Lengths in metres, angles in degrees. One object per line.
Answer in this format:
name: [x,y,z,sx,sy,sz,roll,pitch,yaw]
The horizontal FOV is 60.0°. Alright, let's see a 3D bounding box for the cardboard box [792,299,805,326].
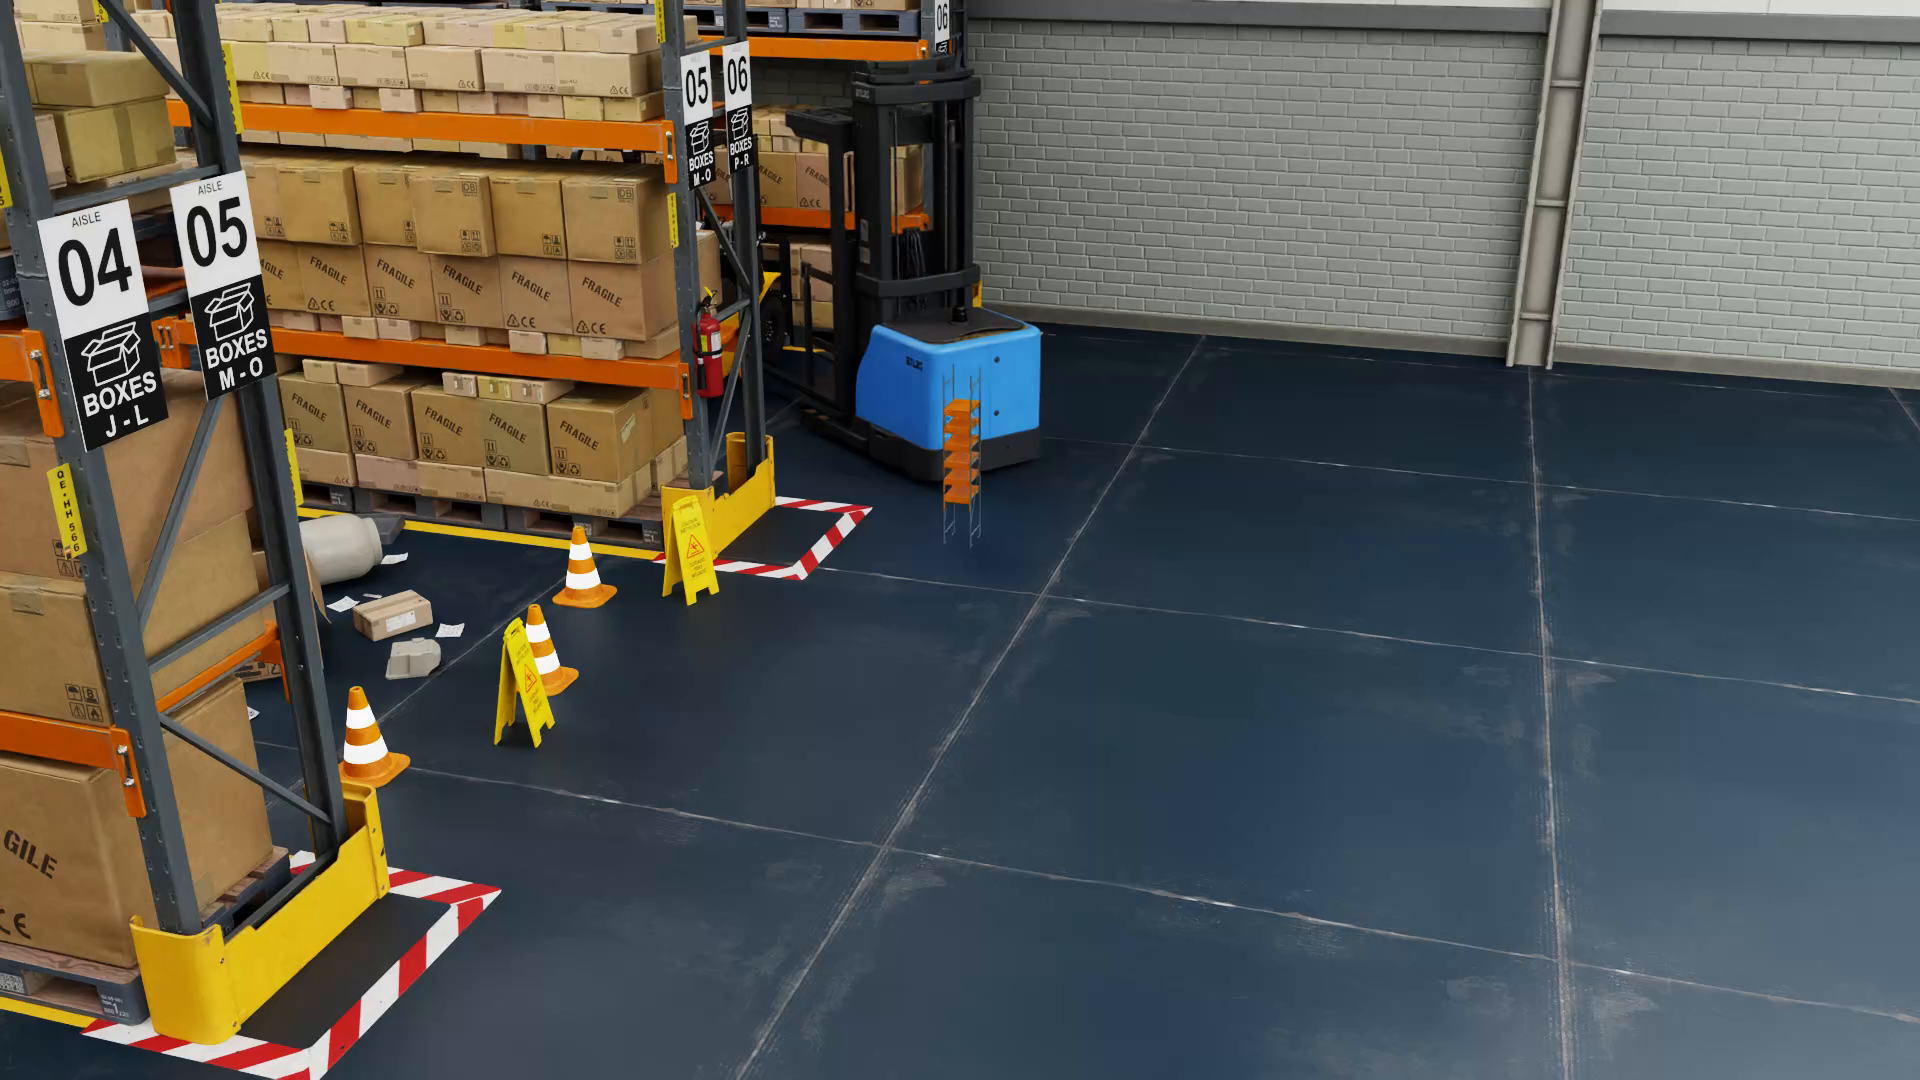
cardboard box: [-1.624,-2.236,15.839,0.500,0.250,0.500,7,23,16]

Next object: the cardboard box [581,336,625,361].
cardboard box: [-2.258,-1.292,10.798,0.250,0.149,0.380,6,23,15]

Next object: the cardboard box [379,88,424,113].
cardboard box: [-3.469,-2.819,10.568,0.250,0.149,0.380,6,23,15]

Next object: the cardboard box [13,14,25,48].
cardboard box: [-6.477,-3.477,11.487,0.500,0.250,0.500,7,23,16]

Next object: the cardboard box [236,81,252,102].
cardboard box: [-4.661,-3.008,11.030,0.250,0.149,0.380,7,23,16]

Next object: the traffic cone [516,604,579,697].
traffic cone: [-2.343,0.578,9.250,0.334,0.463,0.336,7,23,16]

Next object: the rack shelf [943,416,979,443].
rack shelf: [0.014,-0.734,10.964,0.180,0.103,0.258,7,23,16]

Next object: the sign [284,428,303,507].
sign: [-2.730,-0.286,6.770,0.005,0.325,0.100,7,23,16]

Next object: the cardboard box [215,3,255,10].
cardboard box: [-5.026,-3.581,11.375,0.250,0.149,0.380,7,23,17]

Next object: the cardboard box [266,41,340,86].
cardboard box: [-4.078,-3.091,10.707,0.500,0.250,0.500,7,23,16]

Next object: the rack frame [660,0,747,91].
rack frame: [-1.563,-4.233,9.732,0.127,3.000,1.000,7,23,16]

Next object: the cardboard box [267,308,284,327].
cardboard box: [-4.664,-1.602,11.553,0.250,0.149,0.380,6,23,15]

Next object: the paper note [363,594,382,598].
paper note: [-3.676,0.350,10.404,0.123,0.001,0.032,7,23,16]

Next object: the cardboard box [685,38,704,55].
cardboard box: [-1.968,-3.065,10.644,0.500,0.250,0.500,6,23,15]

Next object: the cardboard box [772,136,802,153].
cardboard box: [-1.533,-3.655,15.242,0.250,0.149,0.380,6,23,14]

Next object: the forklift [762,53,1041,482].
forklift: [-0.640,-2.283,12.975,1.130,2.935,3.031,-15,27,-32]

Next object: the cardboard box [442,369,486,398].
cardboard box: [-3.268,-1.094,11.211,0.250,0.149,0.380,8,23,18]

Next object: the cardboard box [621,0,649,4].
cardboard box: [-2.885,-4.968,15.123,0.250,0.149,0.380,7,23,17]

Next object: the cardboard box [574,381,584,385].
cardboard box: [-2.780,-0.974,11.773,0.500,0.500,0.500,6,23,14]

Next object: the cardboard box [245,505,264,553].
cardboard box: [-4.760,-0.129,10.922,0.500,0.500,0.500,-14,26,-30]

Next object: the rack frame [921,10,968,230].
rack frame: [-0.133,-3.261,15.268,0.127,3.000,1.000,7,23,16]

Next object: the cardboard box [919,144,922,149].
cardboard box: [-0.383,-3.739,15.446,0.250,0.149,0.380,6,23,14]

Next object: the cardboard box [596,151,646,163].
cardboard box: [-3.110,-3.551,15.844,0.500,0.500,0.500,7,23,16]

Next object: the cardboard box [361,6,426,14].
cardboard box: [-3.765,-3.463,11.088,0.250,0.149,0.380,7,23,16]

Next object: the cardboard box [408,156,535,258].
cardboard box: [-3.116,-2.157,10.736,0.500,0.500,0.700,6,23,15]

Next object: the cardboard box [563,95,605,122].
cardboard box: [-2.233,-2.682,10.234,0.250,0.149,0.380,7,23,16]

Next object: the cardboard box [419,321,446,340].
cardboard box: [-3.441,-1.479,11.254,0.250,0.149,0.380,7,23,16]

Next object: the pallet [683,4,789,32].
pallet: [-1.974,-4.828,15.252,1.213,0.211,1.003,7,23,16]

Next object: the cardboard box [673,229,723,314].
cardboard box: [-1.937,-1.794,11.167,0.500,0.500,0.500,6,23,15]

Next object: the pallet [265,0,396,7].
pallet: [-6.045,-5.275,16.474,1.213,0.211,1.003,8,24,18]

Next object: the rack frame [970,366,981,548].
rack frame: [0.101,-0.543,11.014,0.006,1.200,0.240,7,23,16]

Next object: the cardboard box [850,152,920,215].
cardboard box: [-0.680,-3.266,15.148,0.500,0.500,0.500,6,23,14]

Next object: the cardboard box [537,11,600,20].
cardboard box: [-2.531,-3.337,10.781,0.250,0.149,0.380,6,23,15]

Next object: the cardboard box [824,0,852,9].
cardboard box: [-1.014,-4.754,14.600,0.250,0.149,0.380,6,23,14]

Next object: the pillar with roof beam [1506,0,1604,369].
pillar with roof beam: [3.961,-4.219,9.697,0.400,9.000,9.100,7,23,16]

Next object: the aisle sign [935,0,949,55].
aisle sign: [-0.155,-4.350,14.497,0.004,0.787,0.394,7,23,16]

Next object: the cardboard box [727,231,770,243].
cardboard box: [-2.123,-2.747,15.767,0.500,0.250,0.500,6,23,14]

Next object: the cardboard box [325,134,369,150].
cardboard box: [-5.967,-3.997,16.600,0.500,0.250,0.500,7,23,16]

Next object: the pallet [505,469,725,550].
pallet: [-2.404,-0.278,11.668,1.213,0.211,1.003,7,23,16]

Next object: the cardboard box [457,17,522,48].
cardboard box: [-2.918,-3.167,10.367,0.250,0.149,0.380,7,23,16]

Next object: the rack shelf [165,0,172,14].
rack shelf: [-4.811,-2.125,6.067,4.000,0.370,1.077,7,23,16]

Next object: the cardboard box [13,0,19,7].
cardboard box: [-9.314,-5.534,17.055,0.500,0.250,0.500,7,23,16]

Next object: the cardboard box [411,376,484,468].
cardboard box: [-3.387,-0.833,11.431,0.500,0.500,0.500,6,23,14]

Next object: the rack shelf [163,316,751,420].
rack shelf: [-3.478,-1.344,11.542,4.000,0.370,1.077,7,23,16]

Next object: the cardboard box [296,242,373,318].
cardboard box: [-4.088,-1.824,11.240,0.500,0.500,0.500,6,23,15]

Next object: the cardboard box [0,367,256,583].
cardboard box: [-3.240,-0.272,6.359,0.550,0.550,0.875,7,23,16]

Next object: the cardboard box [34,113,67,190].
cardboard box: [-3.446,-1.297,5.646,0.500,0.250,0.500,7,23,16]

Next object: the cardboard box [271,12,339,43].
cardboard box: [-4.182,-3.286,10.656,0.250,0.149,0.380,6,23,14]

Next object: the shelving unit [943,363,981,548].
shelving unit: [0.014,-0.554,11.038,0.189,1.200,0.258,7,23,16]

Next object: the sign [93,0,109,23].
sign: [-5.550,-3.503,10.705,0.005,0.325,0.100,7,23,16]

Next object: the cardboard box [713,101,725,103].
cardboard box: [-2.353,-4.106,15.950,0.250,0.149,0.380,6,23,15]

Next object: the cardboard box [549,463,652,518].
cardboard box: [-2.438,-0.373,11.297,0.500,0.250,0.500,6,23,15]

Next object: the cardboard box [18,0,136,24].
cardboard box: [-5.984,-3.657,11.266,0.500,0.250,0.500,7,23,17]

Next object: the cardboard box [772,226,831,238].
cardboard box: [-1.494,-2.880,16.090,0.500,0.250,0.500,6,23,15]
